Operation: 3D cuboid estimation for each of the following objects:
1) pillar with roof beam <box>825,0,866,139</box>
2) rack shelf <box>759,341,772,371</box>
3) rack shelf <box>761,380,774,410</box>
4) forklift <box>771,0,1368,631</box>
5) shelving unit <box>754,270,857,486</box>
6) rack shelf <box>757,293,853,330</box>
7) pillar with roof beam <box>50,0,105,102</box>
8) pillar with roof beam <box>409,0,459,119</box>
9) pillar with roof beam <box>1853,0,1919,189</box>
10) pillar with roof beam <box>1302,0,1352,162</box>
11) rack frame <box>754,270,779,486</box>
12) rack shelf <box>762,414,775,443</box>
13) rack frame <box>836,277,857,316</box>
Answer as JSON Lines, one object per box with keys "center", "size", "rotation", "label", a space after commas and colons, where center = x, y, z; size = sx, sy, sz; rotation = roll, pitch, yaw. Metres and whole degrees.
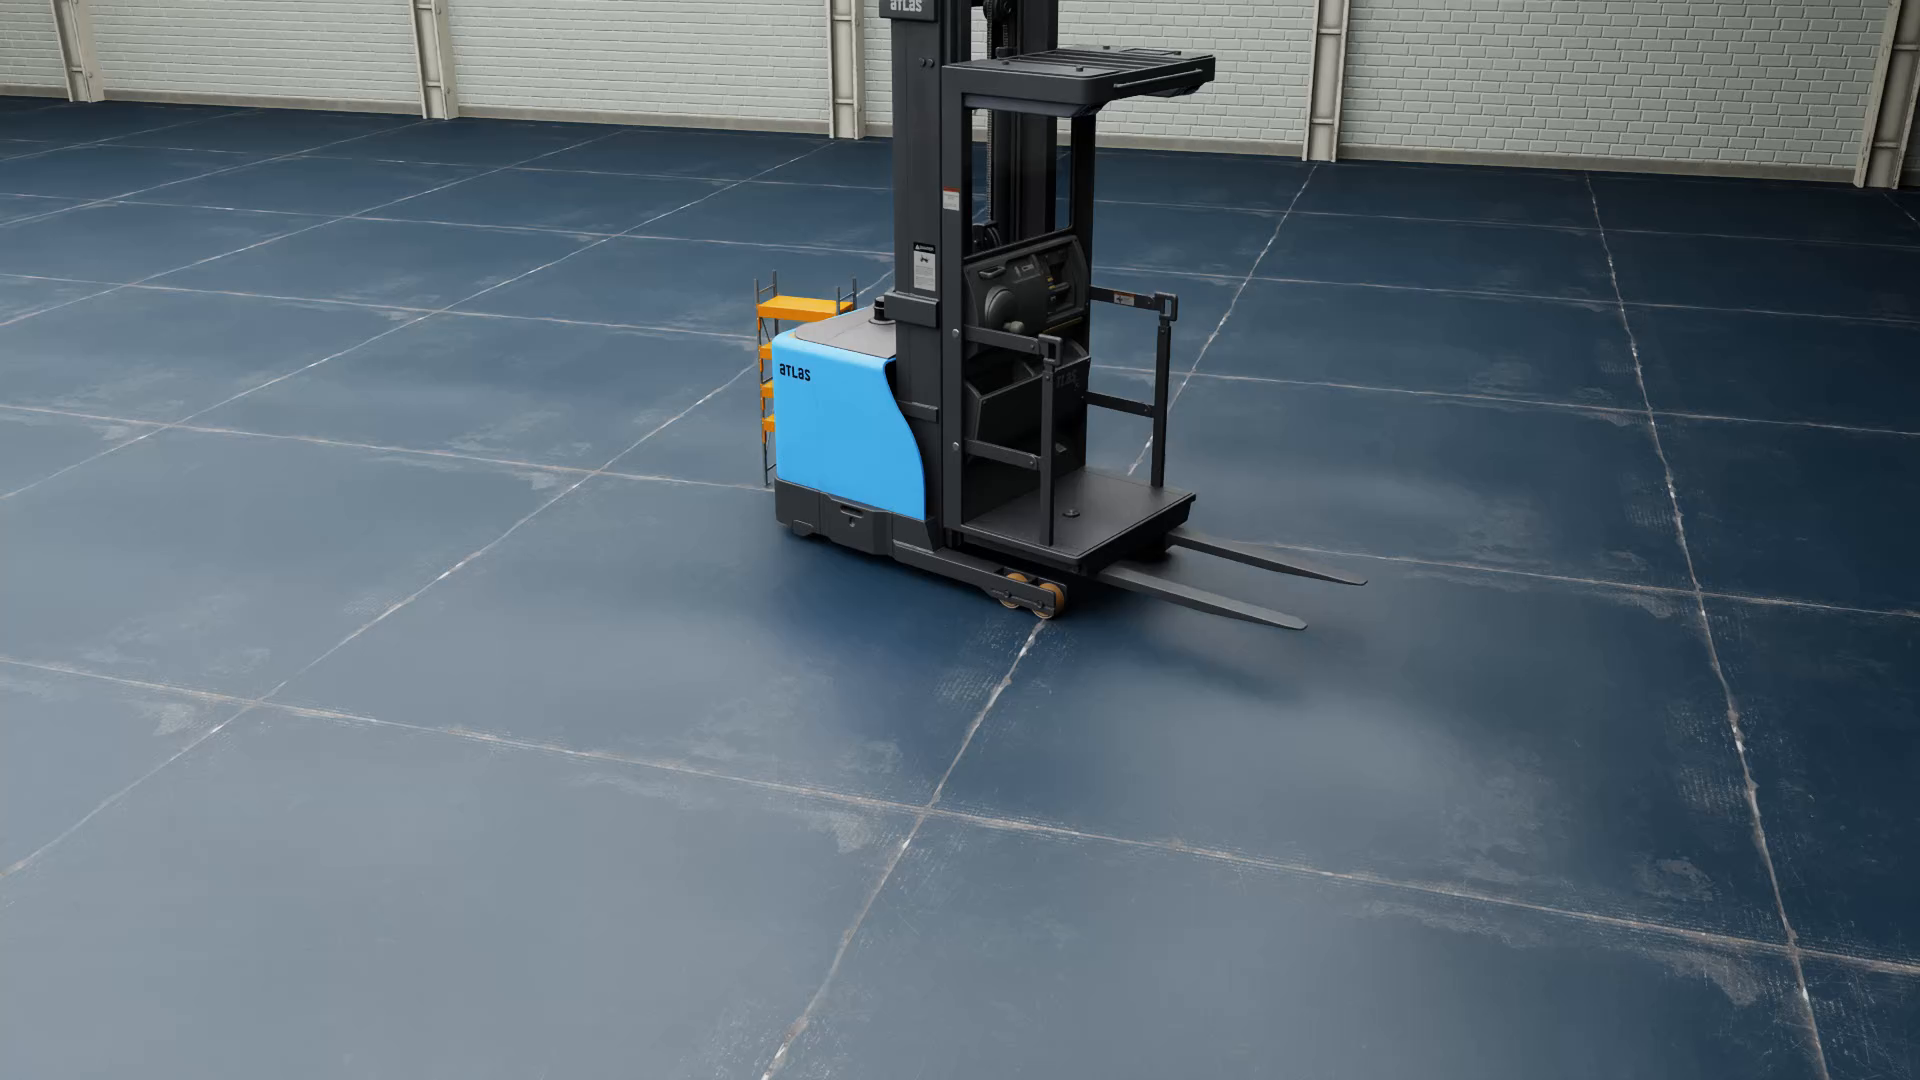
{"center": [-2.689, -7.803, 15.936], "size": [0.400, 9.000, 9.100], "rotation": [7, 23, 16], "label": "pillar with roof beam"}
{"center": [-0.846, -1.020, 9.264], "size": [0.480, 0.148, 0.258], "rotation": [8, 24, 19], "label": "rack shelf"}
{"center": [-0.846, -0.813, 9.349], "size": [0.480, 0.148, 0.258], "rotation": [8, 24, 19], "label": "rack shelf"}
{"center": [0.494, -1.211, 7.861], "size": [3.031, 2.935, 1.130], "rotation": [16, 27, 34], "label": "forklift"}
{"center": [-0.846, -0.876, 9.324], "size": [0.503, 1.200, 0.258], "rotation": [8, 24, 19], "label": "shelving unit"}
{"center": [-0.846, -1.239, 9.175], "size": [0.480, 0.148, 0.258], "rotation": [8, 24, 19], "label": "rack shelf"}
{"center": [-14.177, -9.119, 19.143], "size": [0.400, 9.000, 9.100], "rotation": [7, 23, 16], "label": "pillar with roof beam"}
{"center": [-8.433, -8.461, 17.539], "size": [0.400, 9.000, 9.100], "rotation": [7, 23, 16], "label": "pillar with roof beam"}
{"center": [8.799, -6.488, 12.729], "size": [0.400, 9.000, 9.100], "rotation": [7, 23, 16], "label": "pillar with roof beam"}
{"center": [3.055, -7.146, 14.332], "size": [0.400, 9.000, 9.100], "rotation": [7, 23, 16], "label": "pillar with roof beam"}
{"center": [-1.075, -0.908, 9.404], "size": [0.015, 1.200, 0.240], "rotation": [8, 24, 19], "label": "rack frame"}
{"center": [-0.846, -0.630, 9.425], "size": [0.480, 0.148, 0.258], "rotation": [8, 24, 19], "label": "rack shelf"}
{"center": [-0.618, -0.843, 9.244], "size": [0.015, 1.200, 0.240], "rotation": [8, 24, 19], "label": "rack frame"}
